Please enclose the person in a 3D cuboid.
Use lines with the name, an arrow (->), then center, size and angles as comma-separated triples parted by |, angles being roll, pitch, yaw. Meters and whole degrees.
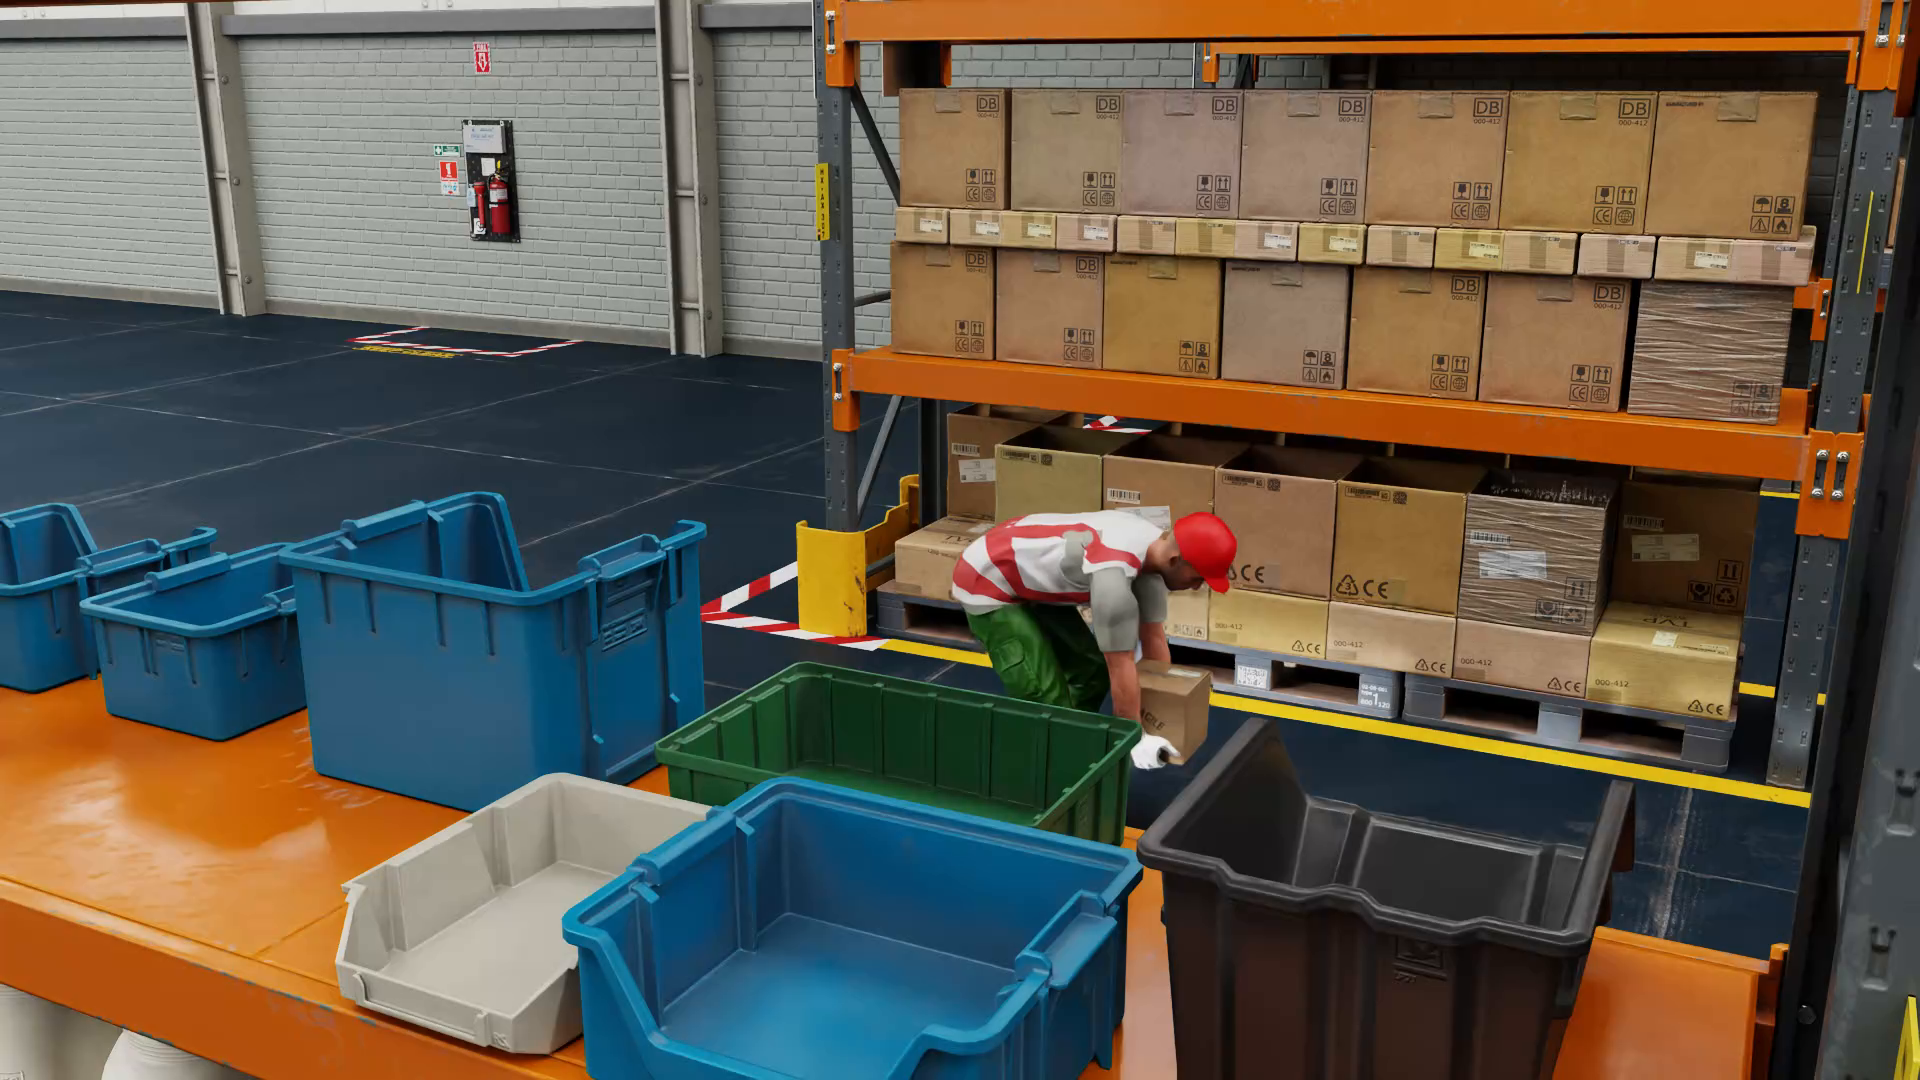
person -> 0.440, 0.434, 5.596 | 0.947, 1.157, 0.509 | 7, 17, 23
